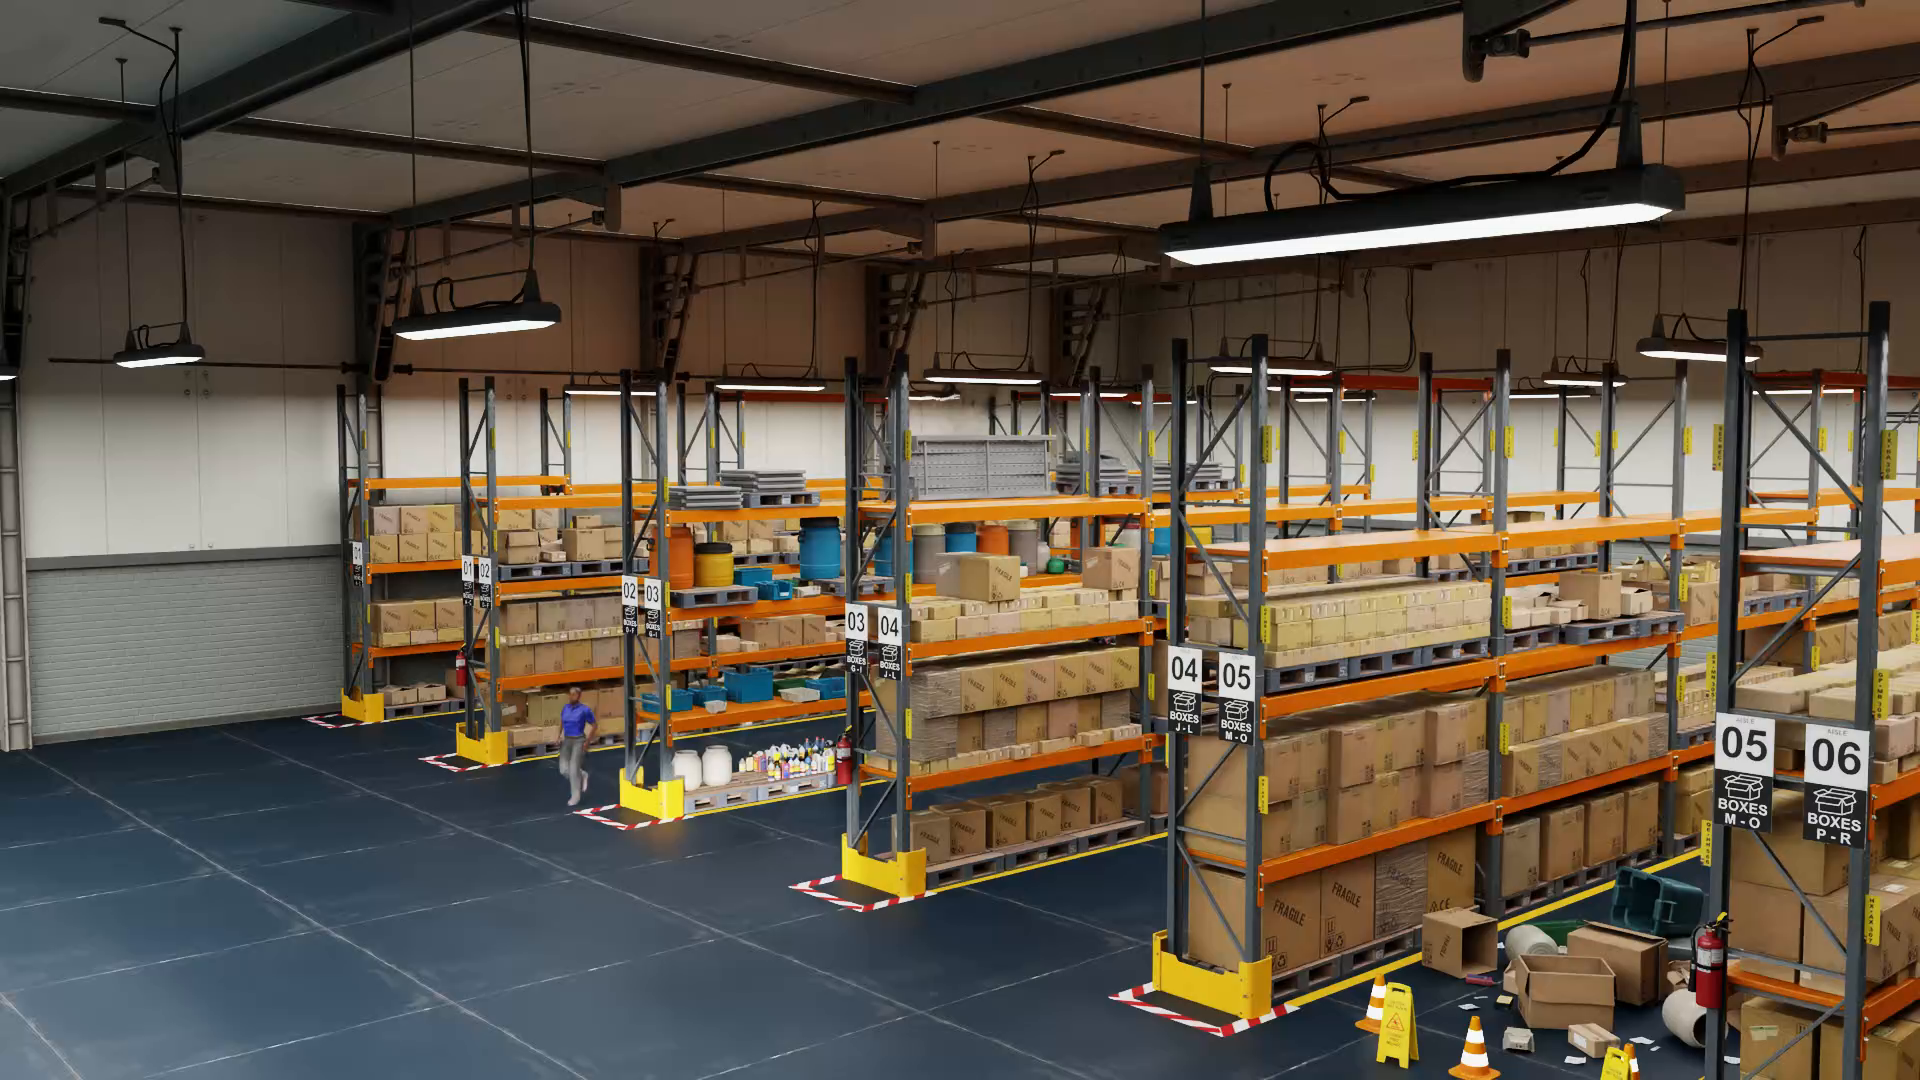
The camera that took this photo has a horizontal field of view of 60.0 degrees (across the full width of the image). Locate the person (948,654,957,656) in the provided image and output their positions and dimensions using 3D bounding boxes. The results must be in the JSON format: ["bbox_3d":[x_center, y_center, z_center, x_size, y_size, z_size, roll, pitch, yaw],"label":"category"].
[{"bbox_3d":[-0.026,2.518,28.400,0.546,1.600,0.623,-4,5,-44],"label":"person"}]

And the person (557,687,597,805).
[{"bbox_3d":[-5.344,2.849,23.177,0.610,1.626,0.523,2,4,24],"label":"person"}]
